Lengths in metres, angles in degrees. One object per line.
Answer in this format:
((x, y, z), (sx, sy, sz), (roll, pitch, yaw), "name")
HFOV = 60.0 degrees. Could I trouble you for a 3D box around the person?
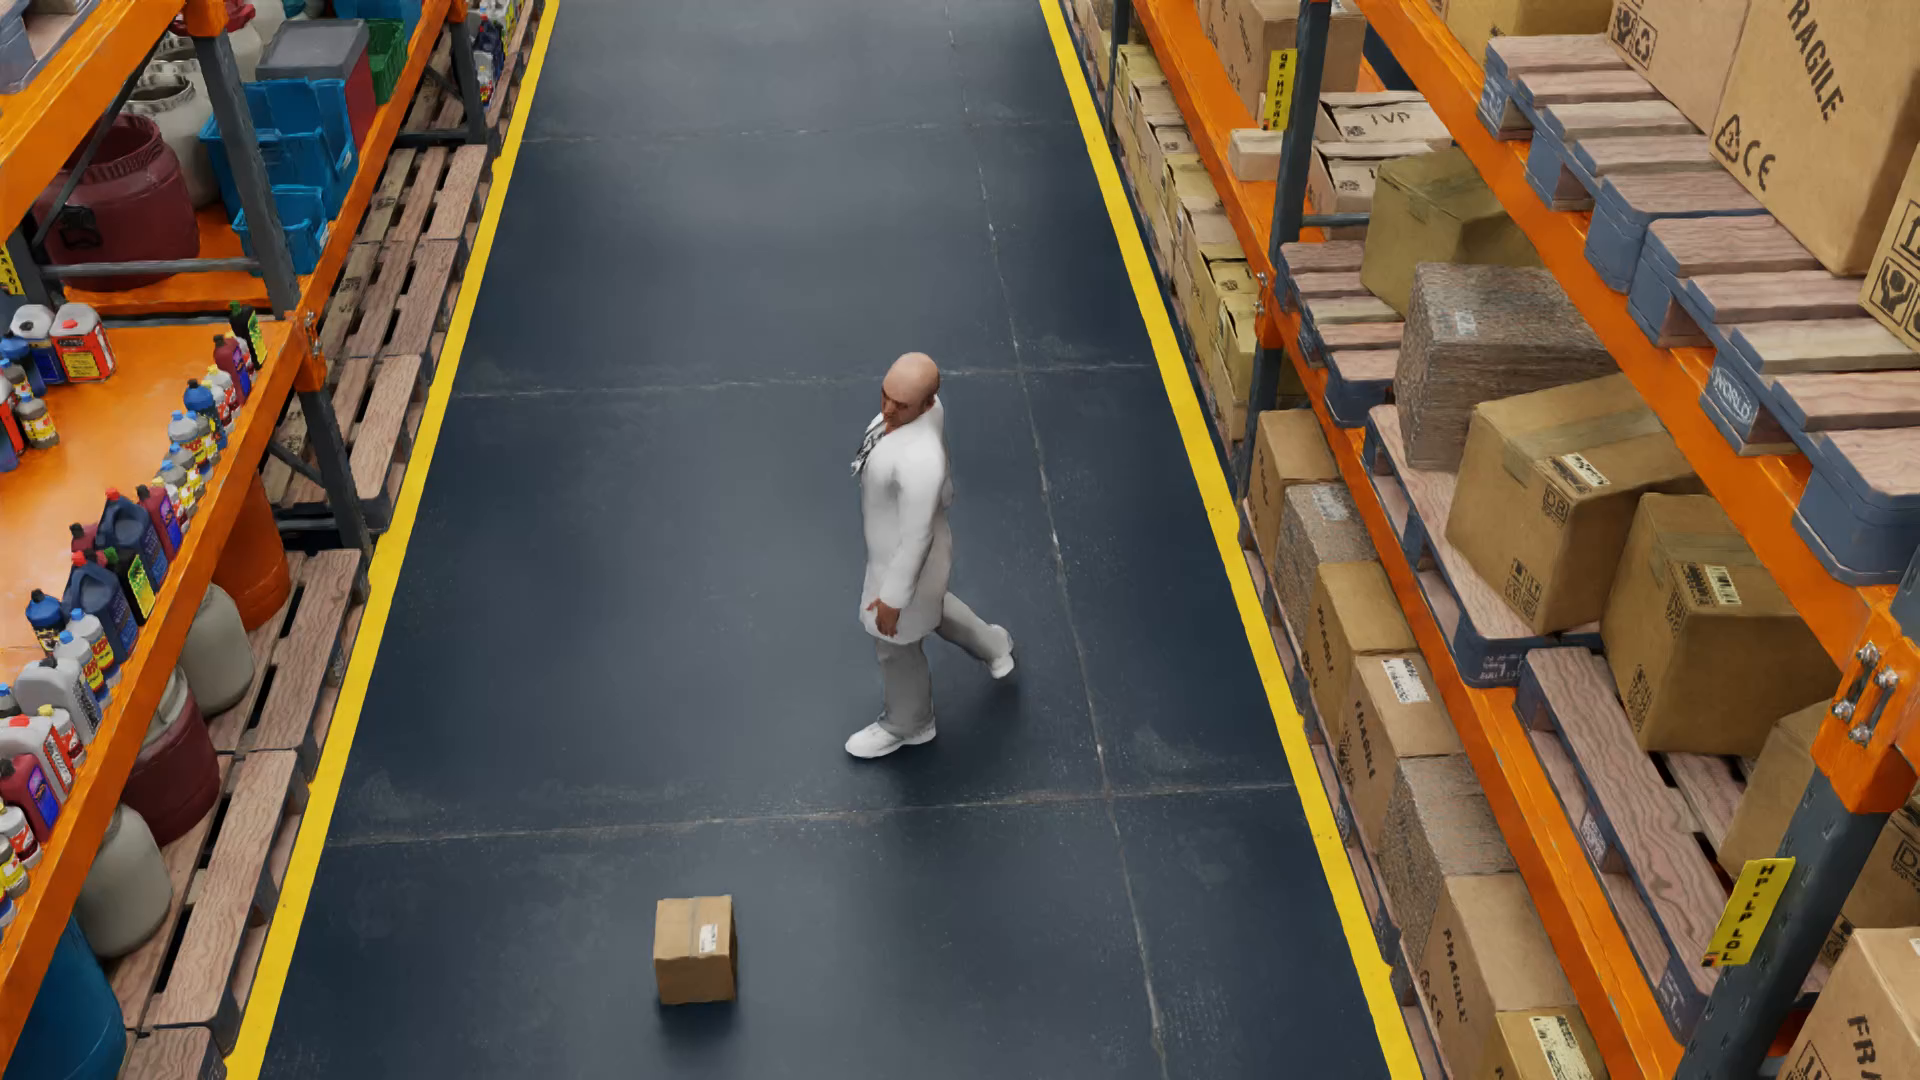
((-0.116, 0.016, 6.145), (0.666, 1.775, 0.787), (0, 39, 0), "person")
